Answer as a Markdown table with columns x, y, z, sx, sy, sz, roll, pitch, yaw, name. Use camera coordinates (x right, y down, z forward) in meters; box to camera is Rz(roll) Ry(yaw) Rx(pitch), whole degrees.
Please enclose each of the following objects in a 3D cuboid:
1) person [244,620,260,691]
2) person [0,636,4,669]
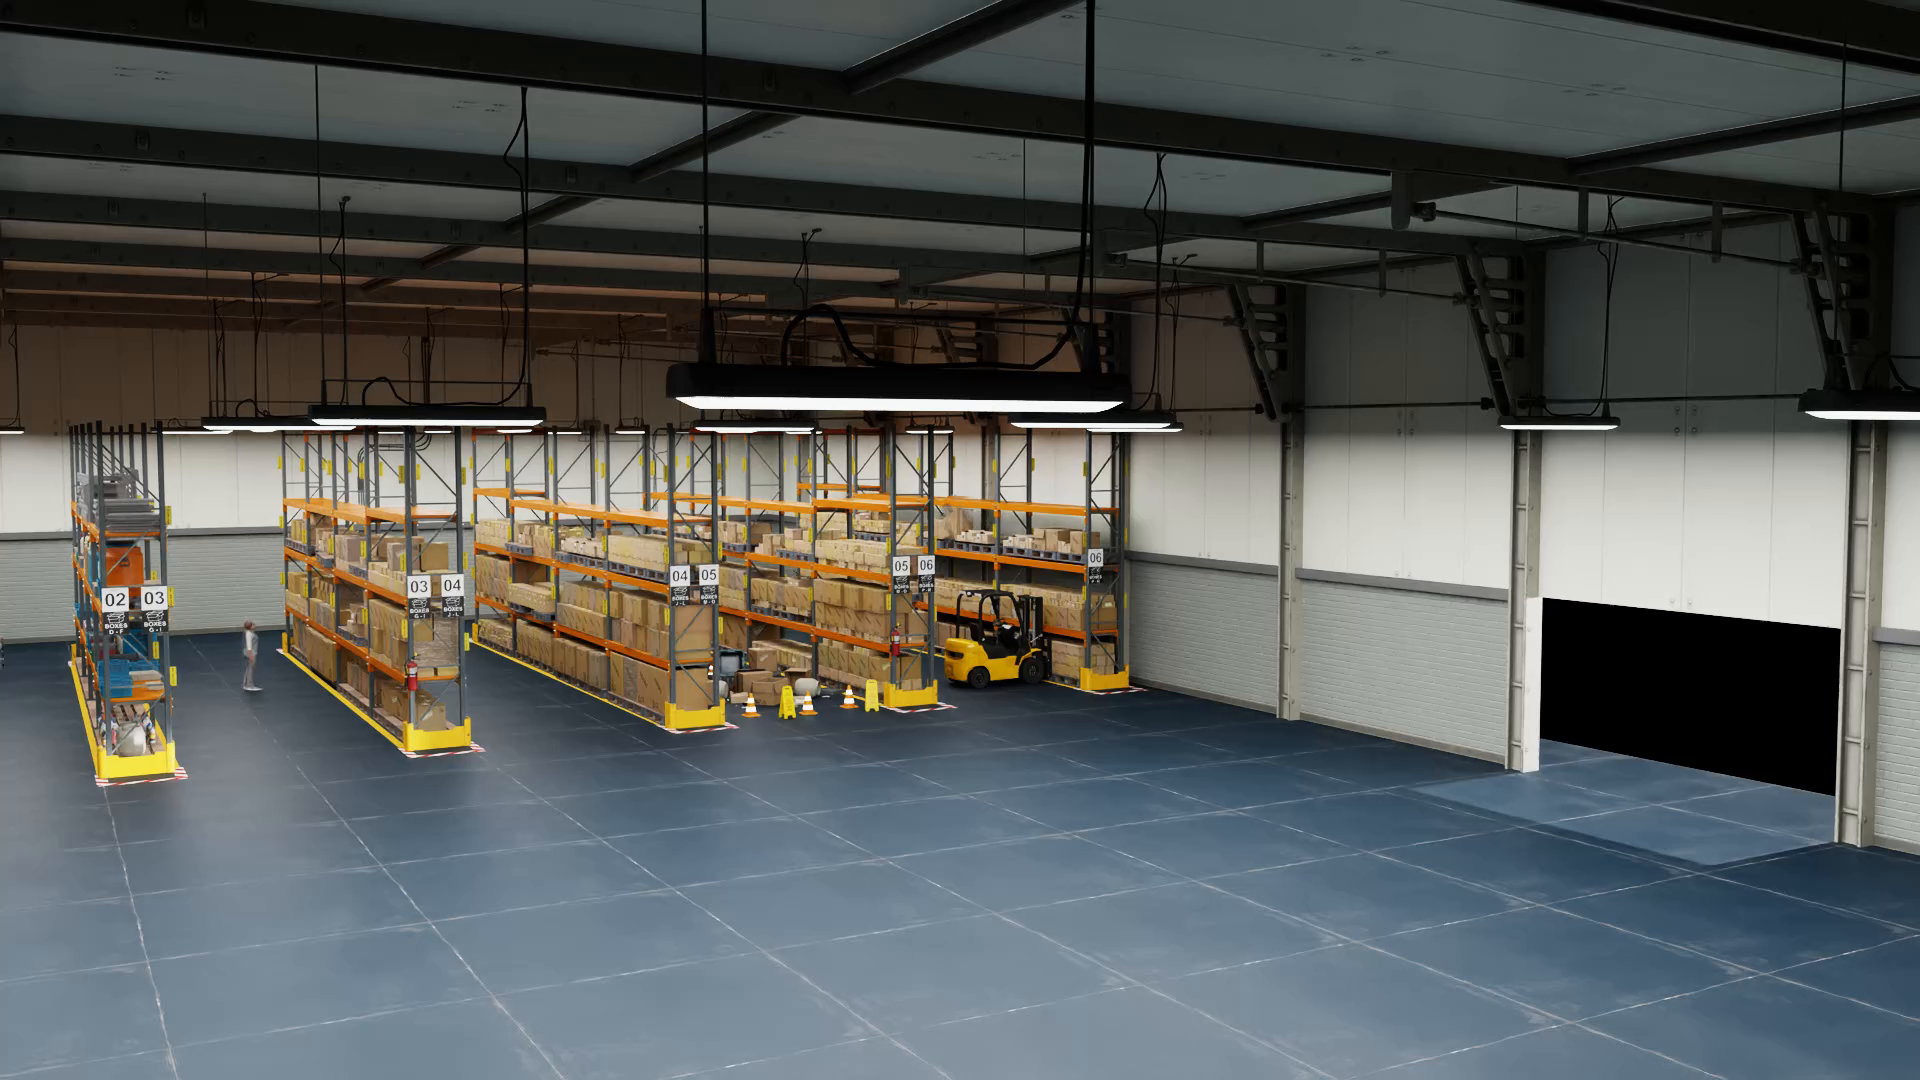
| x | y | z | sx | sy | sz | roll | pitch | yaw | name |
| --- | --- | --- | --- | --- | --- | --- | --- | --- | --- |
| -15.973 | 2.604 | 37.504 | 0.329 | 1.623 | 0.476 | -2 | 4 | -34 | person |
| -23.777 | 2.379 | 40.856 | 0.484 | 1.717 | 0.547 | 3 | 5 | 44 | person |
